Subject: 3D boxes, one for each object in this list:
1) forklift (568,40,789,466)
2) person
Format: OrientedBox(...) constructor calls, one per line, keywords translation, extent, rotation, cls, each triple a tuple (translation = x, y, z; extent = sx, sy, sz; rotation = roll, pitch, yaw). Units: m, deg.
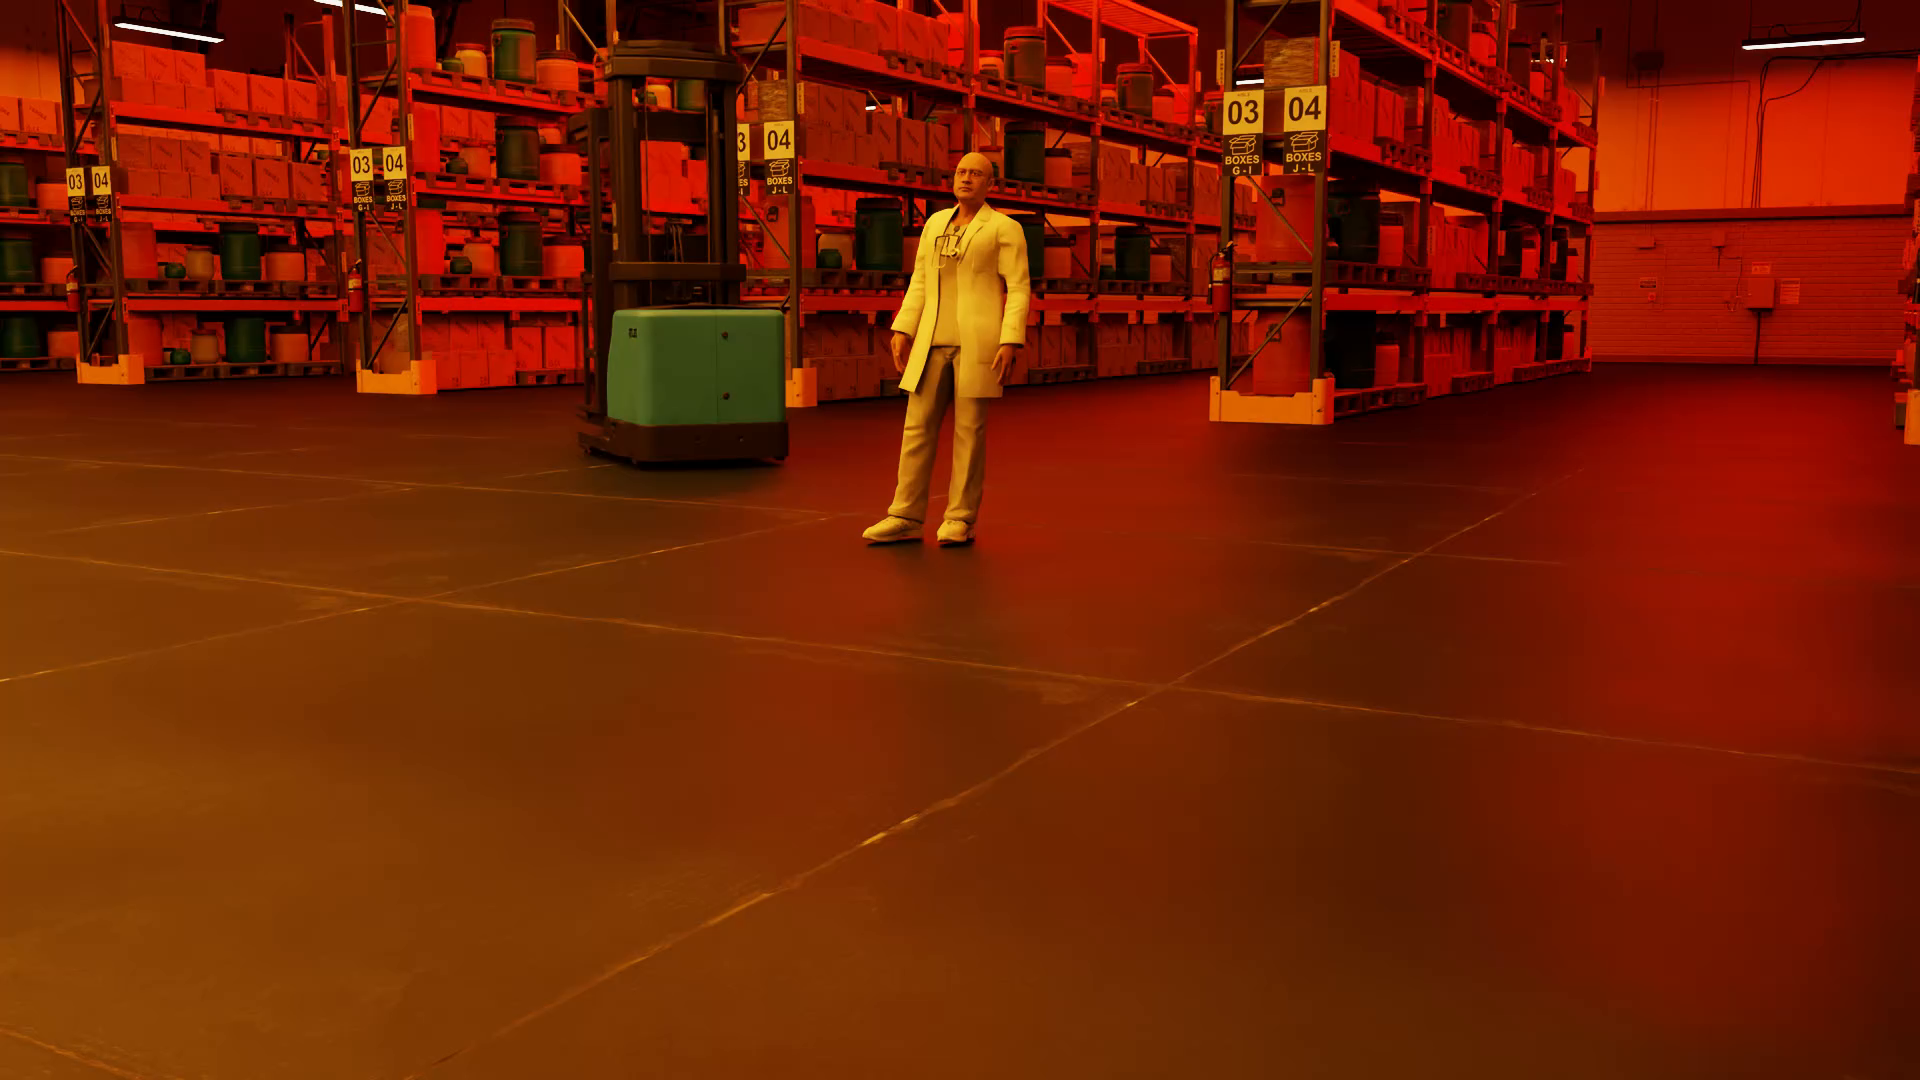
OrientedBox(translation=(-2.258, -2.114, 12.409), extent=(1.130, 2.935, 3.031), rotation=(-4, 9, -24), cls="forklift")
OrientedBox(translation=(-0.048, -0.877, 7.616), extent=(0.696, 1.775, 0.581), rotation=(4, 9, 29), cls="person")
